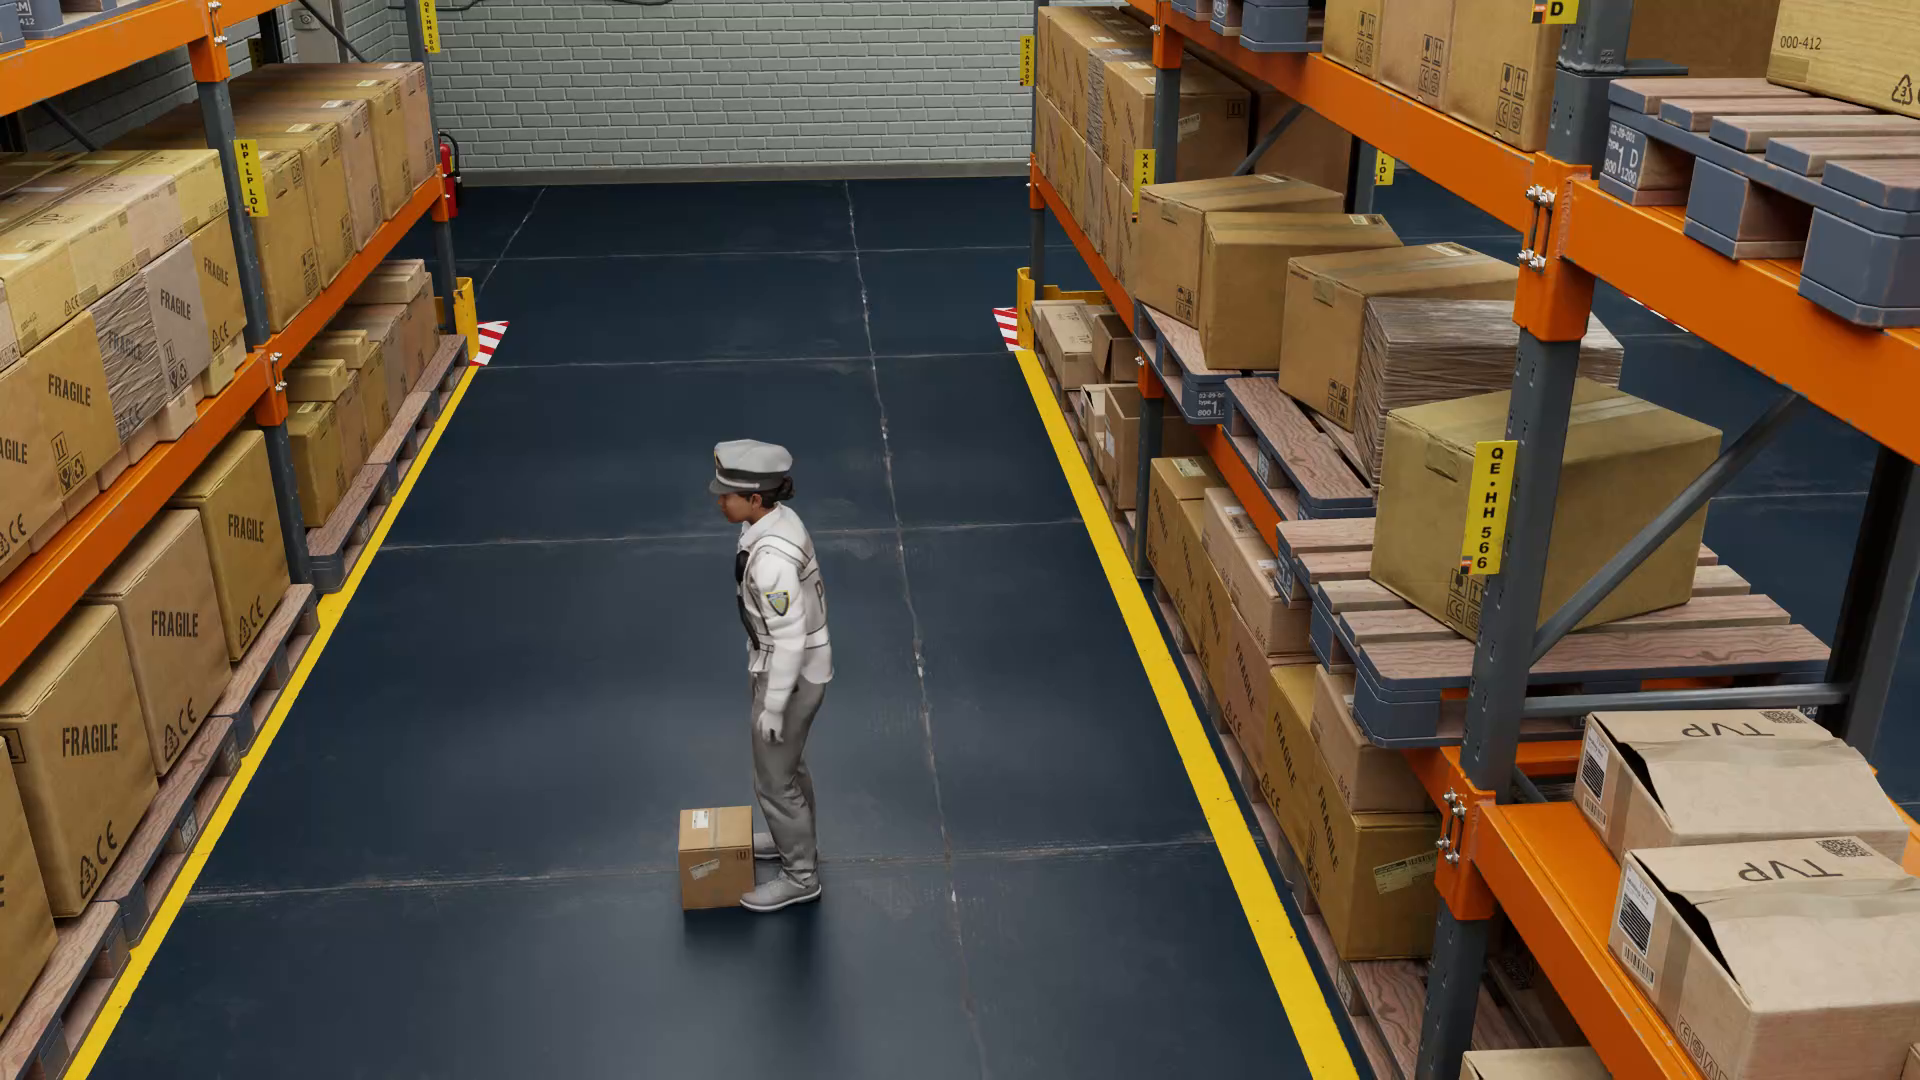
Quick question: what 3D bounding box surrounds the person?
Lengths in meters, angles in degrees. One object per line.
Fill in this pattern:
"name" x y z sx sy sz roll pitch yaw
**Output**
"person" -0.610 0.456 5.563 0.370 1.667 0.547 -4 24 -8
